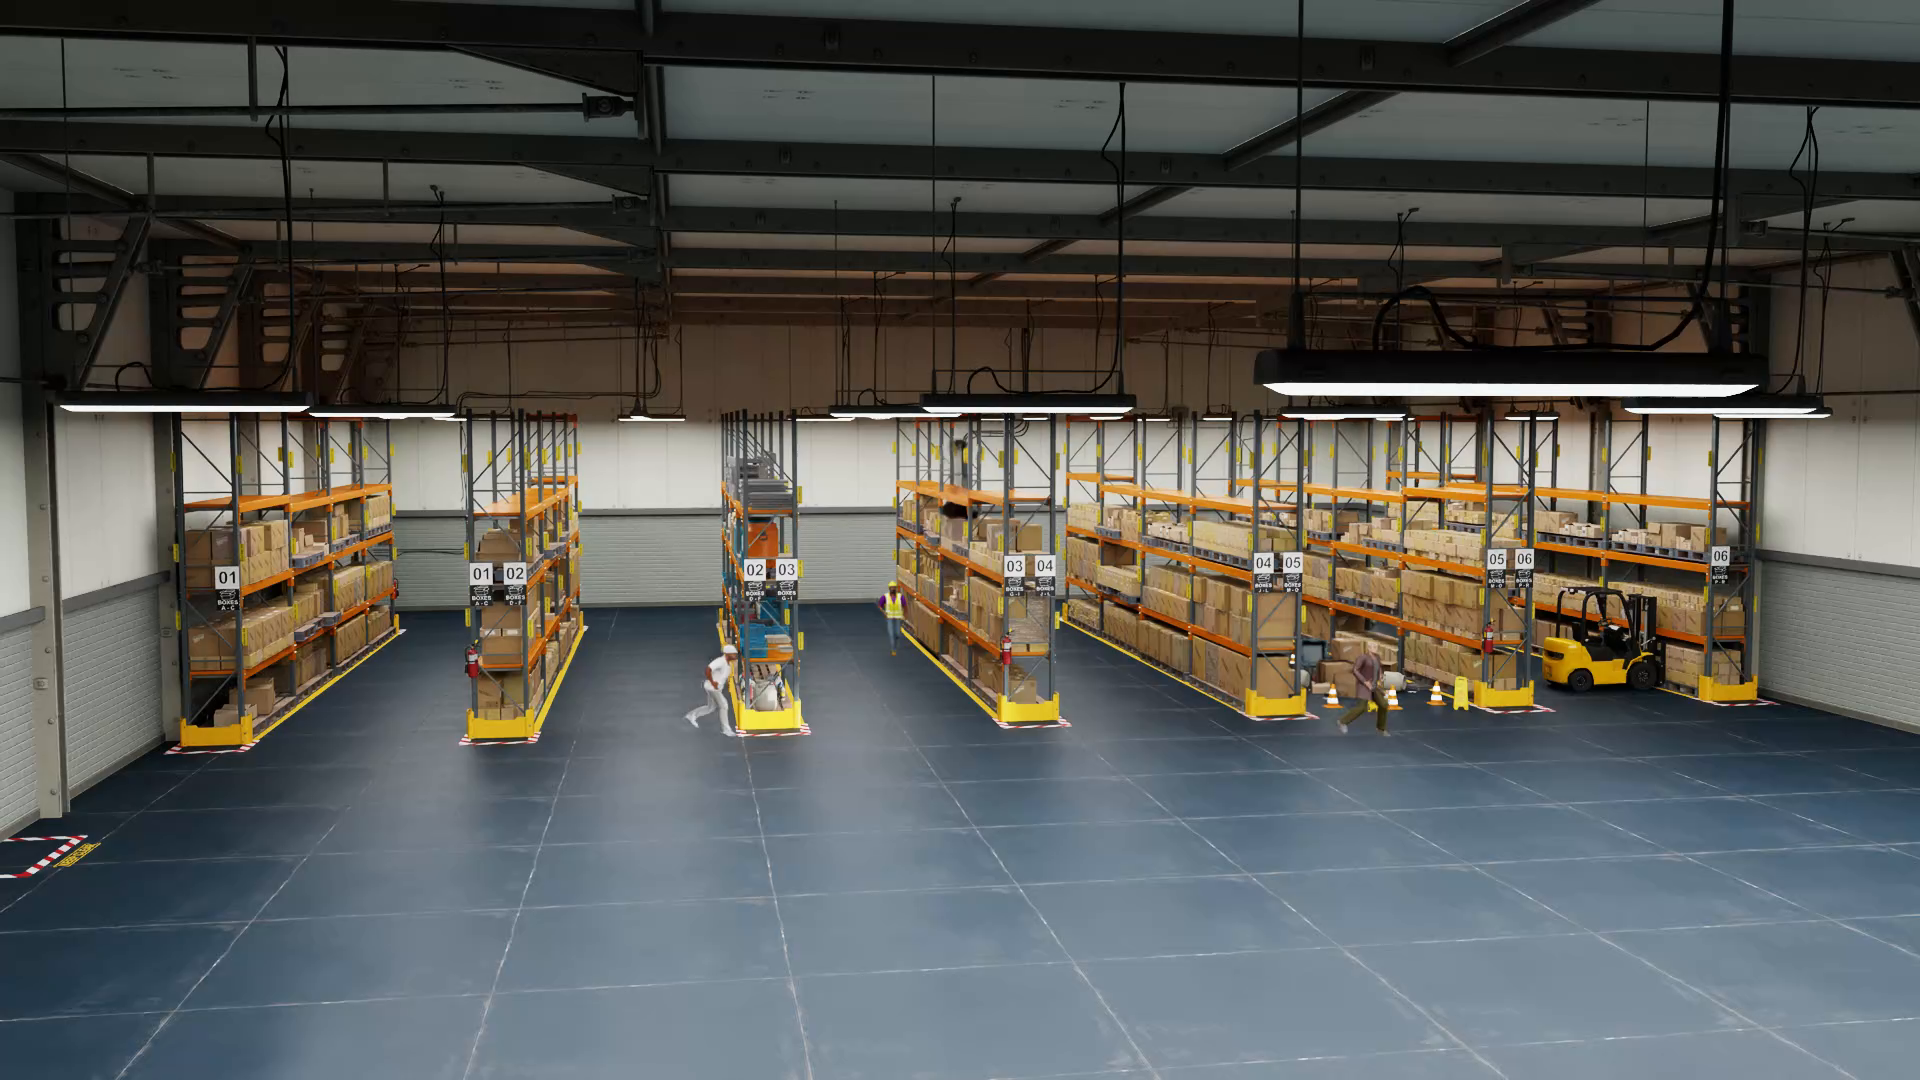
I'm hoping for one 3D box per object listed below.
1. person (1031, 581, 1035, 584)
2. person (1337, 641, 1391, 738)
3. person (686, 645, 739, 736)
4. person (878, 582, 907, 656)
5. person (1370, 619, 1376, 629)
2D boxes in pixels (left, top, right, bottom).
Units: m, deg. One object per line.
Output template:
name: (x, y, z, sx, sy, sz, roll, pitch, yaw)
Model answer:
person: (2.018, 1.581, 47.806, 0.595, 1.622, 0.561, 0, 4, -3)
person: (7.482, 2.839, 30.524, 0.933, 1.585, 0.774, -3, 5, -39)
person: (-4.565, 2.768, 30.552, 1.038, 1.711, 0.726, 1, 4, 14)
person: (-1.586, 1.844, 39.184, 0.702, 1.736, 0.598, -1, 4, -9)
person: (11.146, 1.650, 46.045, 0.557, 1.711, 0.877, -2, 4, -27)
